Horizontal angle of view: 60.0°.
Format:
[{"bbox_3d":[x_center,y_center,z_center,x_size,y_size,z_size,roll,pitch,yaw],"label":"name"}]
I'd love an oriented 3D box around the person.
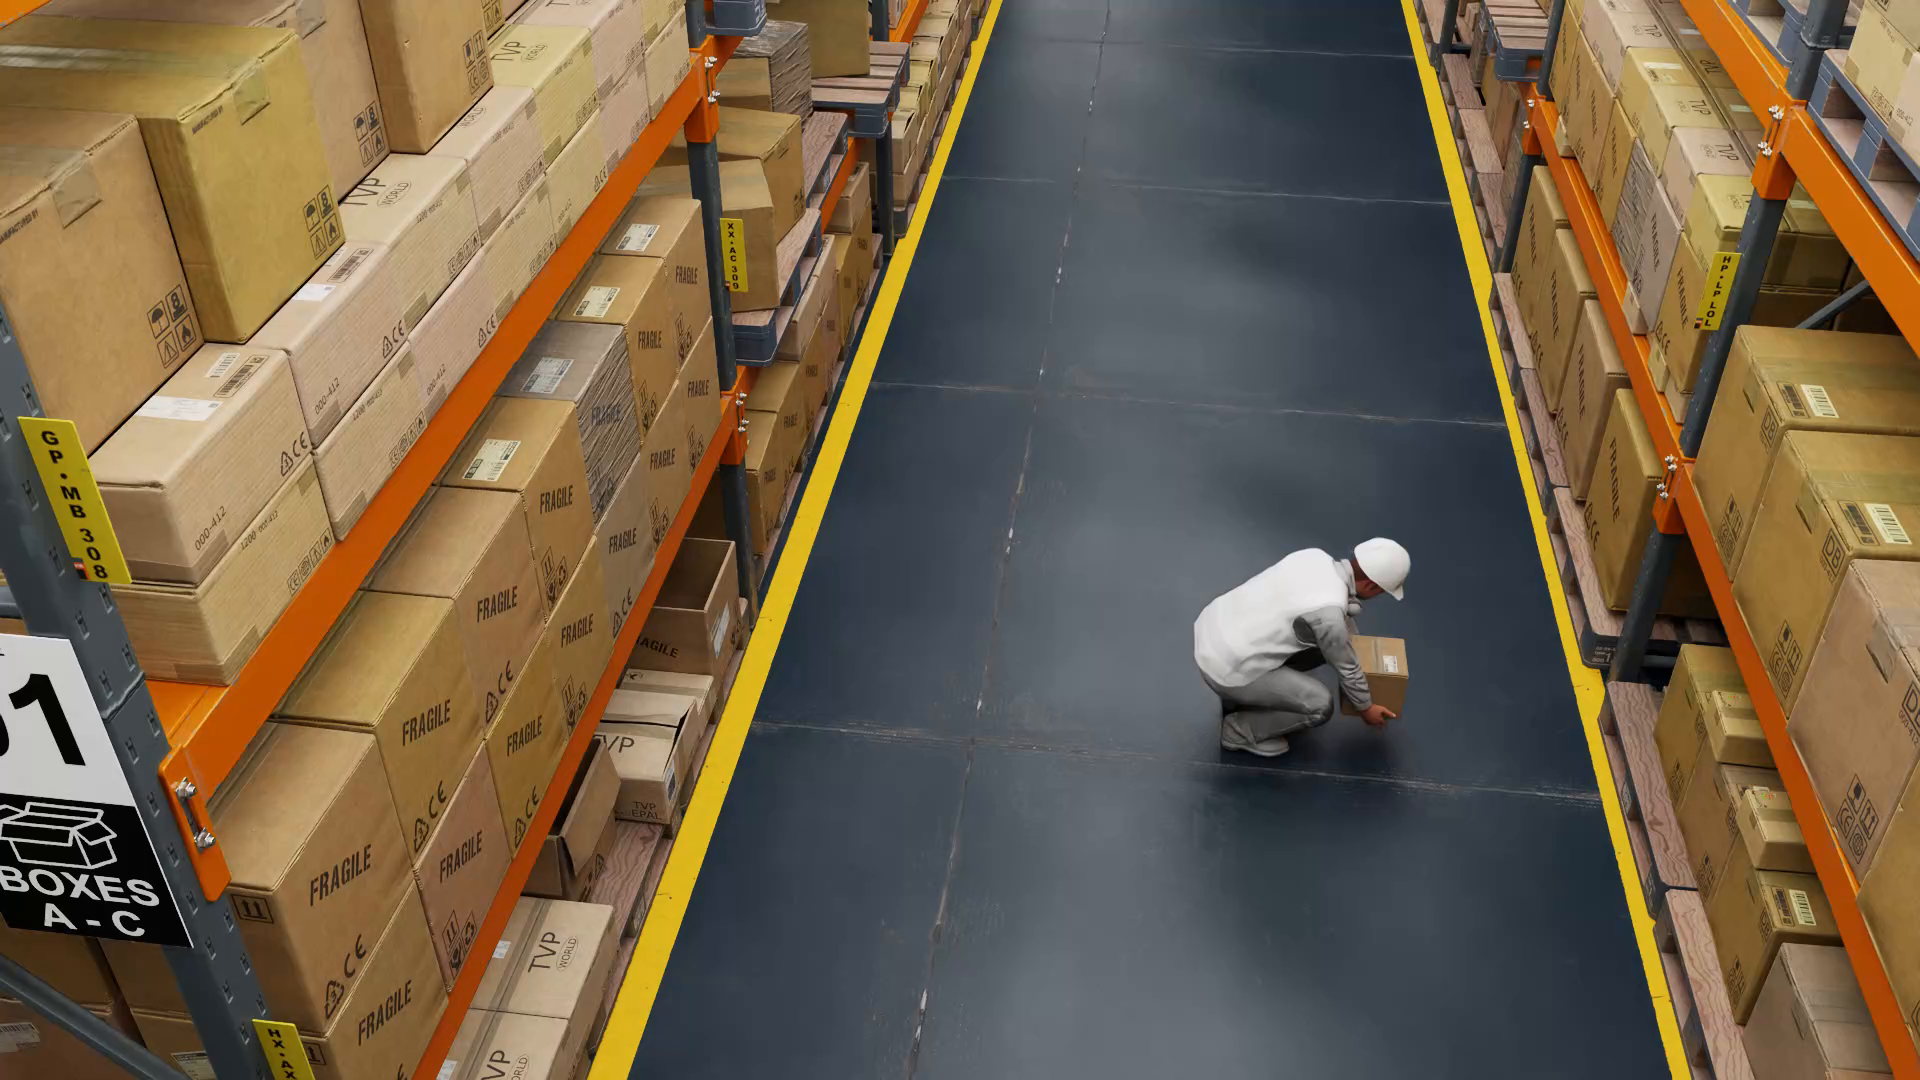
[{"bbox_3d":[1.443,0.425,7.092,0.879,1.012,0.521,4,36,5],"label":"person"}]
